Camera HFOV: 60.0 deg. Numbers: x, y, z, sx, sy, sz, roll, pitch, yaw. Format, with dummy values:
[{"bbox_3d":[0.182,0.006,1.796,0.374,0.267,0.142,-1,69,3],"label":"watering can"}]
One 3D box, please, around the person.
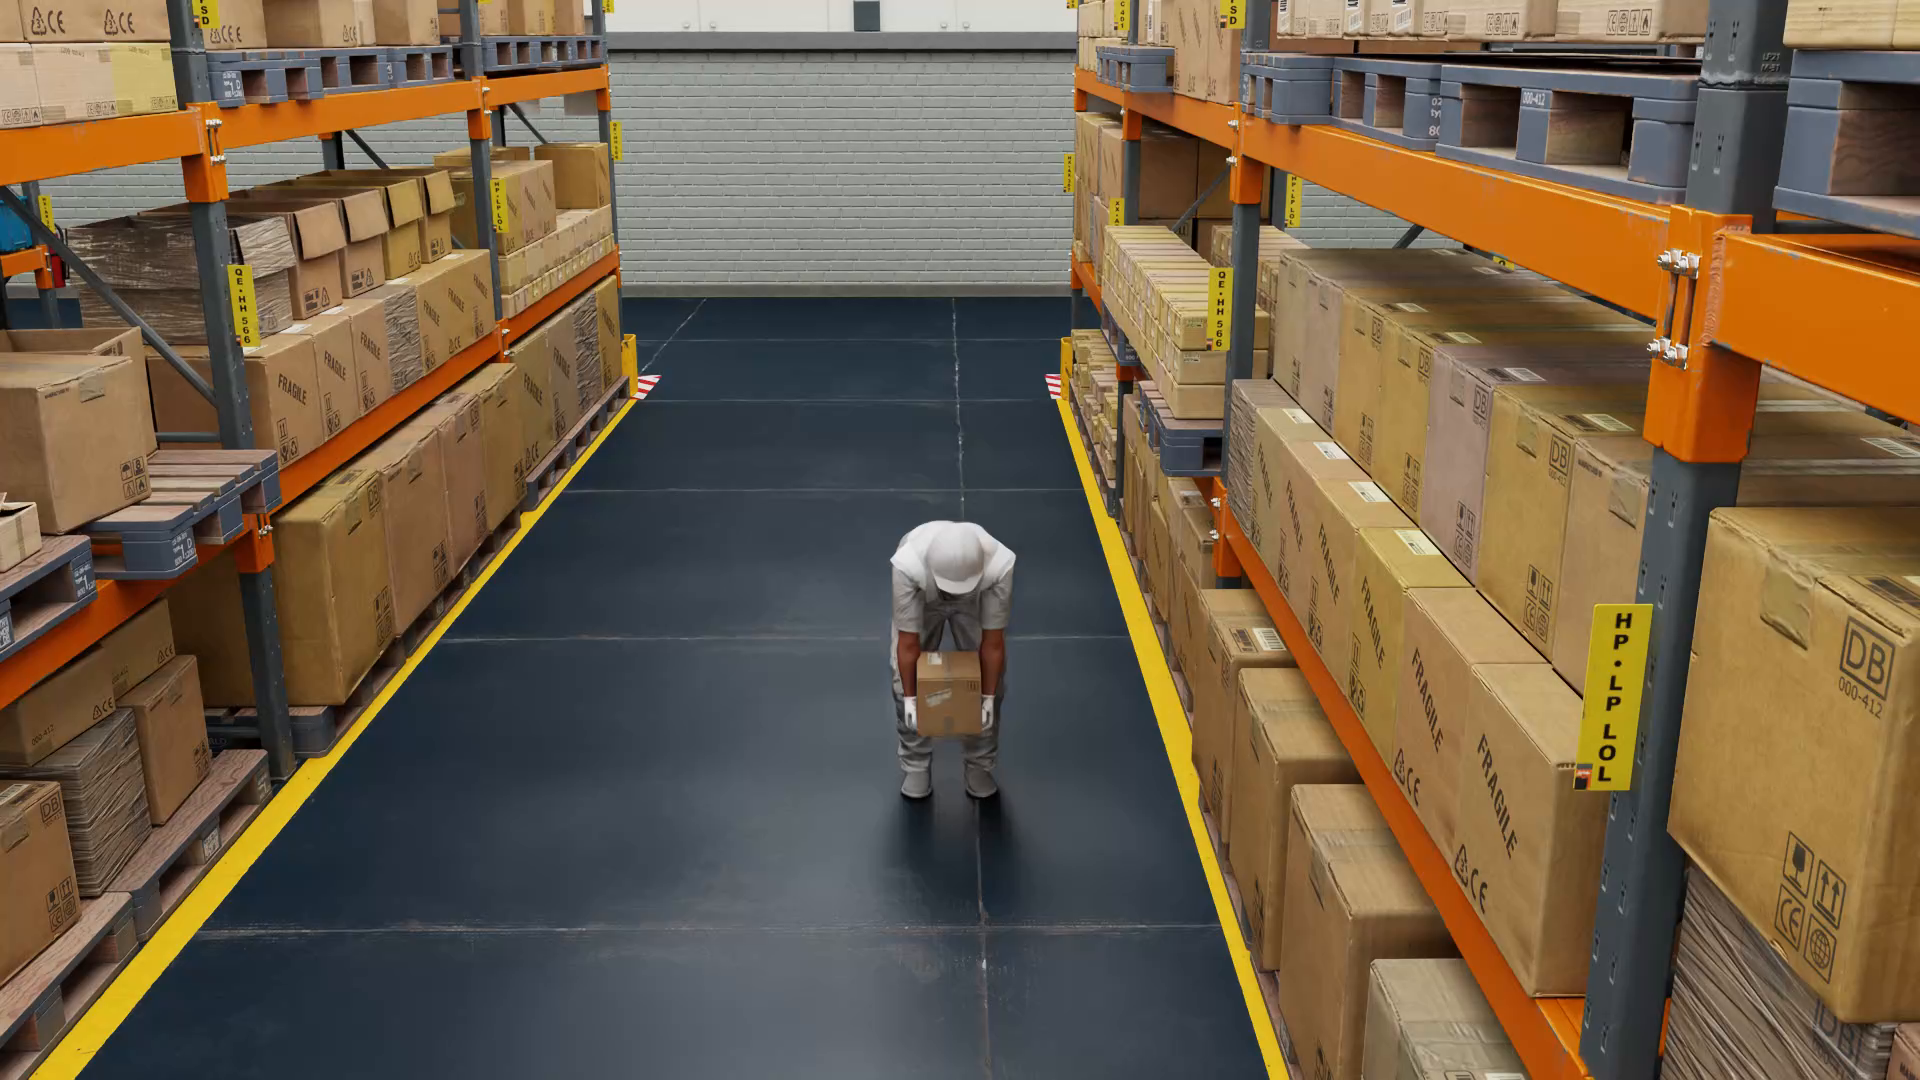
[{"bbox_3d":[-0.035,0.474,6.733,0.503,1.325,0.927,-1,17,-3],"label":"person"}]
